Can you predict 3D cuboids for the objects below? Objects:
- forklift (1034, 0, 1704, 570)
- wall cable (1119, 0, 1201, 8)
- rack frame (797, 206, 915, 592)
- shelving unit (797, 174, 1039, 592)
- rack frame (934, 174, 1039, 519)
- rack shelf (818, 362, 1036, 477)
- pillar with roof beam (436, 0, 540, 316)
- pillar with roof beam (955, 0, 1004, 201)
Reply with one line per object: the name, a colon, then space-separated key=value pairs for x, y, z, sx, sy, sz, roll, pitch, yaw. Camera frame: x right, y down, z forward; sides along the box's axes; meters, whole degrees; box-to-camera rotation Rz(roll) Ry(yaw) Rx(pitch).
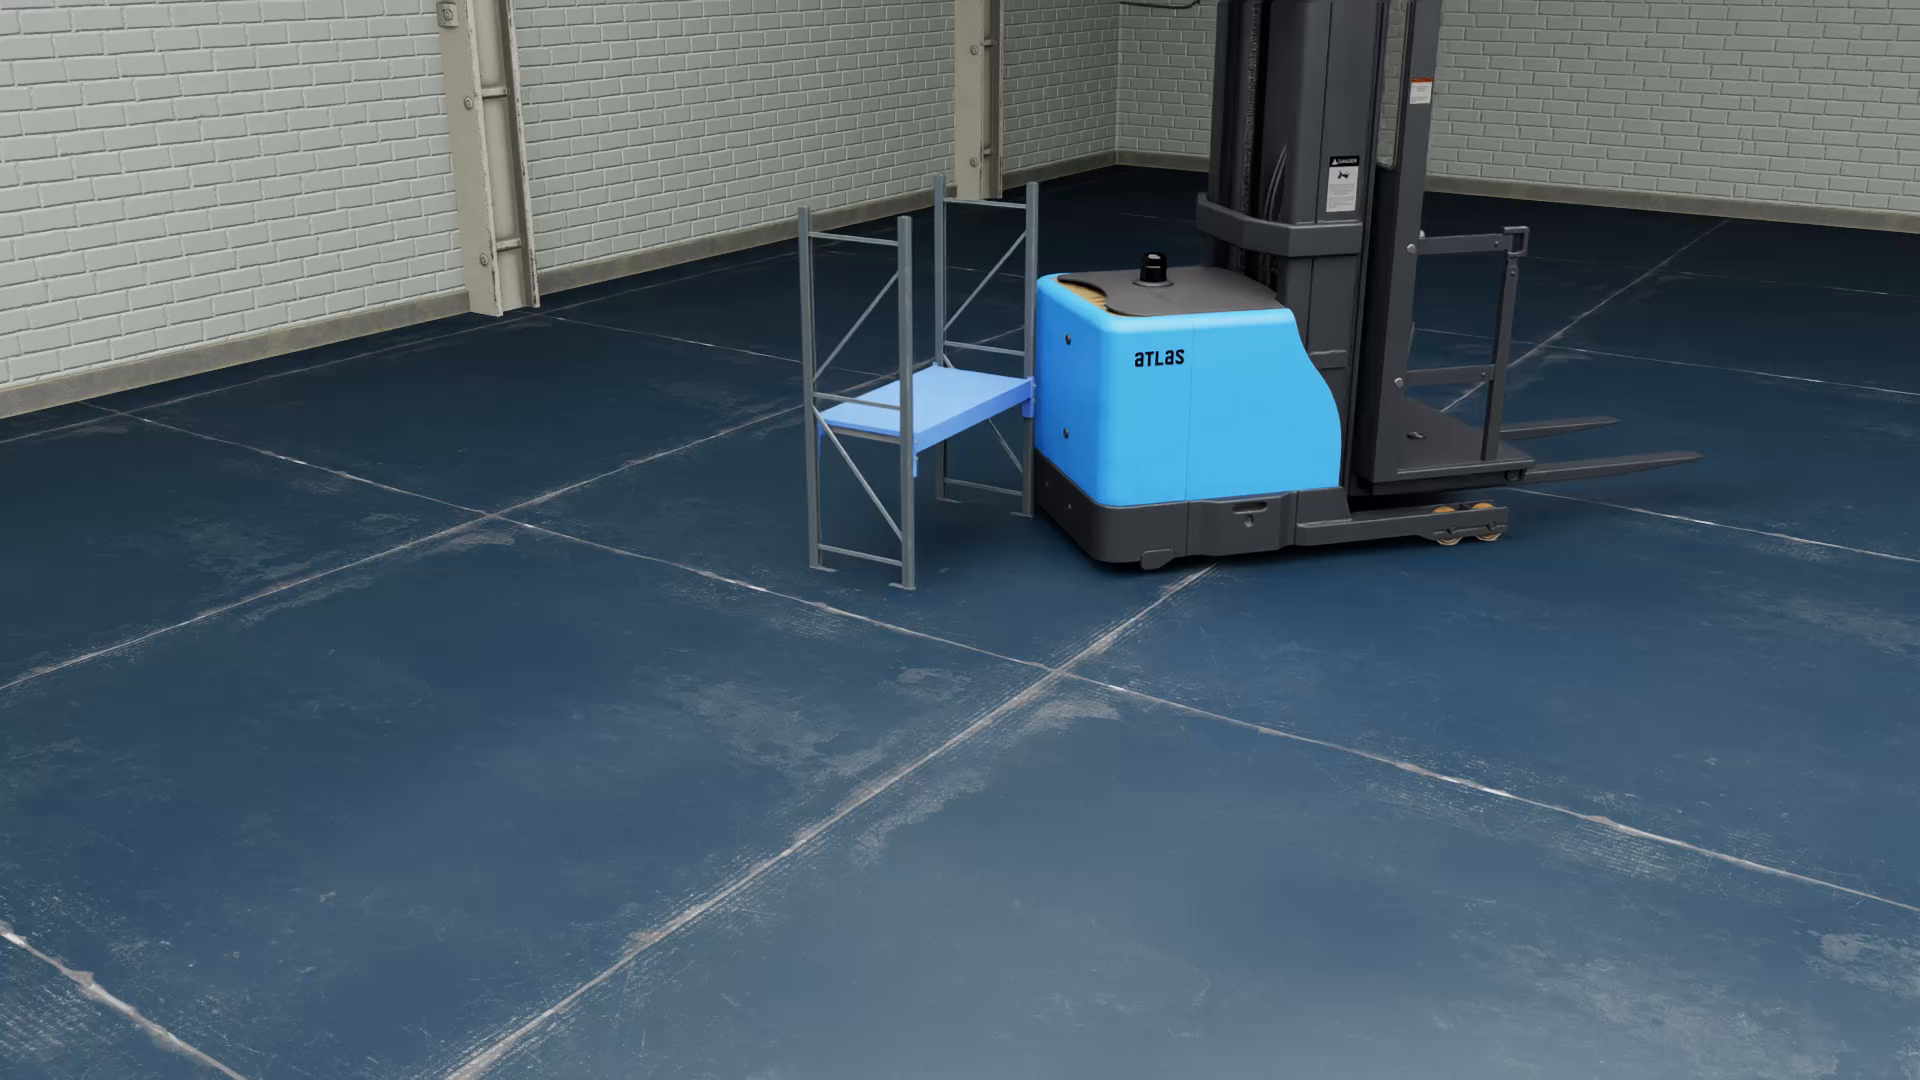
forklift: x=1.885 y=-1.520 z=7.150 sx=3.031 sy=2.935 sz=1.130 roll=-6 pitch=21 yaw=-15
wall cable: x=2.932 y=-6.693 z=16.864 sx=3.097 sy=2.526 sz=0.112 roll=13 pitch=24 yaw=32
rack frame: x=-0.405 y=-0.543 z=6.572 sx=0.500 sy=1.500 sz=0.032 roll=12 pitch=23 yaw=28
shelving unit: x=-0.147 y=-0.695 z=6.983 sx=0.538 sy=1.500 sz=1.048 roll=12 pitch=23 yaw=28
rack frame: x=0.110 y=-0.847 z=7.394 sx=0.500 sy=1.500 sz=0.032 roll=12 pitch=23 yaw=28
rack shelf: x=-0.147 y=-0.527 z=7.045 sx=0.538 sy=0.185 sz=1.000 roll=12 pitch=23 yaw=28
pillar with roof beam: x=0.370 y=-5.001 z=7.814 sx=9.100 sy=9.000 sz=0.400 roll=13 pitch=24 yaw=32
pillar with roof beam: x=3.743 y=-6.723 z=12.468 sx=9.100 sy=9.000 sz=0.400 roll=13 pitch=24 yaw=32
